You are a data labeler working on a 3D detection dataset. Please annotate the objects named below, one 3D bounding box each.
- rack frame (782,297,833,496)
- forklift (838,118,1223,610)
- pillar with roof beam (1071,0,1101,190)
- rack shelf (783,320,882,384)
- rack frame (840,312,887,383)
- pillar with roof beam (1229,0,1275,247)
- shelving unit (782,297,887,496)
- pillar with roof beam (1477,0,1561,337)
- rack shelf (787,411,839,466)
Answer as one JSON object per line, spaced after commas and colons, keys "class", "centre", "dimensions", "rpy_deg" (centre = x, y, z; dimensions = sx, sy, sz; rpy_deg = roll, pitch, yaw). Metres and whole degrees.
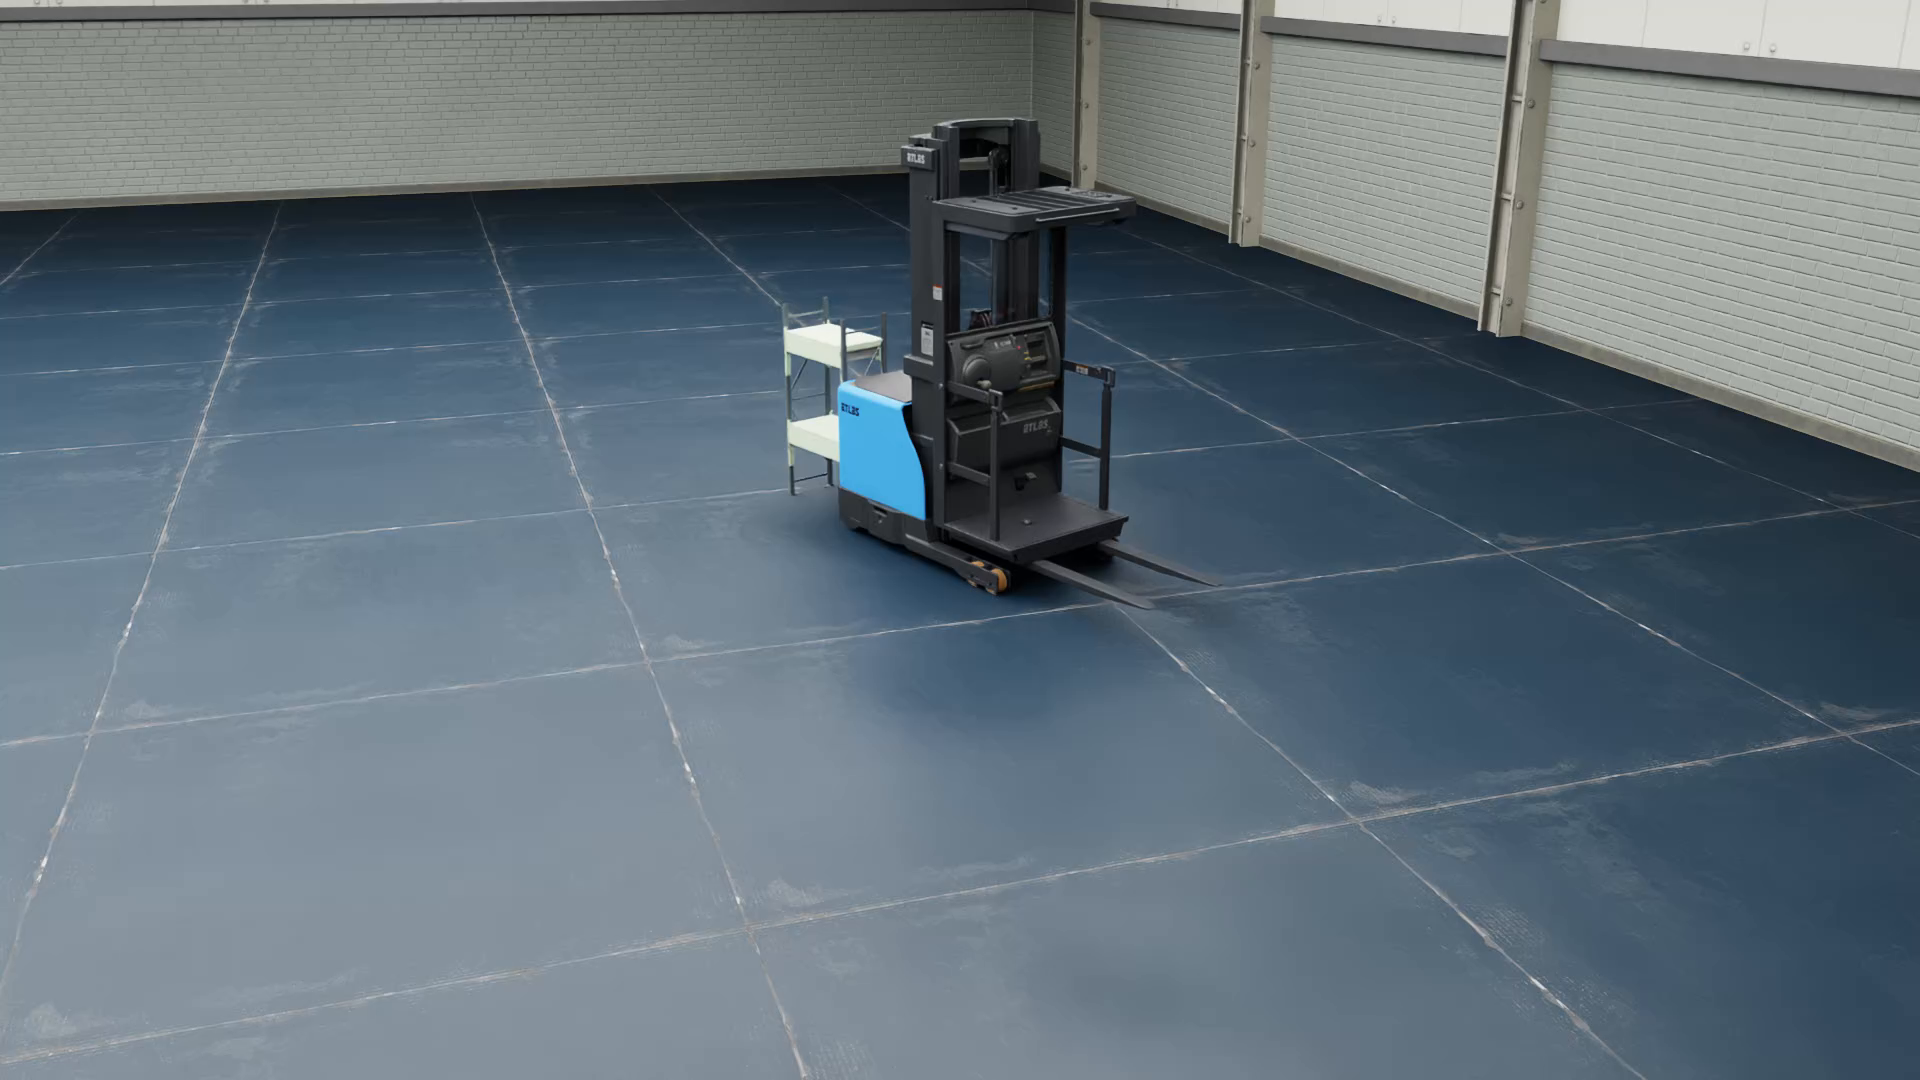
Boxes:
{"class": "rack frame", "centre": [-1.162, -1.096, 12.748], "dimensions": [0.400, 1.500, 0.023], "rpy_deg": [-16, 25, -37]}
{"class": "forklift", "centre": [0.437, -1.215, 10.964], "dimensions": [1.130, 2.935, 3.031], "rpy_deg": [-16, 25, -37]}
{"class": "pillar with roof beam", "centre": [-1.931, -9.908, 26.190], "dimensions": [9.100, 9.000, 0.400], "rpy_deg": [-6, 21, -17]}
{"class": "rack shelf", "centre": [-0.928, -1.368, 12.351], "dimensions": [0.431, 0.370, 0.720], "rpy_deg": [-16, 25, -37]}
{"class": "rack frame", "centre": [-0.694, -0.906, 12.218], "dimensions": [0.400, 1.500, 0.023], "rpy_deg": [-16, 25, -37]}
{"class": "pillar with roof beam", "centre": [-0.046, -7.983, 20.829], "dimensions": [9.100, 9.000, 0.400], "rpy_deg": [-6, 21, -17]}
{"class": "shelving unit", "centre": [-0.928, -1.001, 12.483], "dimensions": [0.431, 1.500, 0.755], "rpy_deg": [-16, 25, -37]}
{"class": "pillar with roof beam", "centre": [1.840, -6.057, 15.468], "dimensions": [9.100, 9.000, 0.400], "rpy_deg": [-6, 21, -17]}
{"class": "rack shelf", "centre": [-0.928, -0.694, 12.593], "dimensions": [0.431, 0.370, 0.720], "rpy_deg": [-16, 25, -37]}
